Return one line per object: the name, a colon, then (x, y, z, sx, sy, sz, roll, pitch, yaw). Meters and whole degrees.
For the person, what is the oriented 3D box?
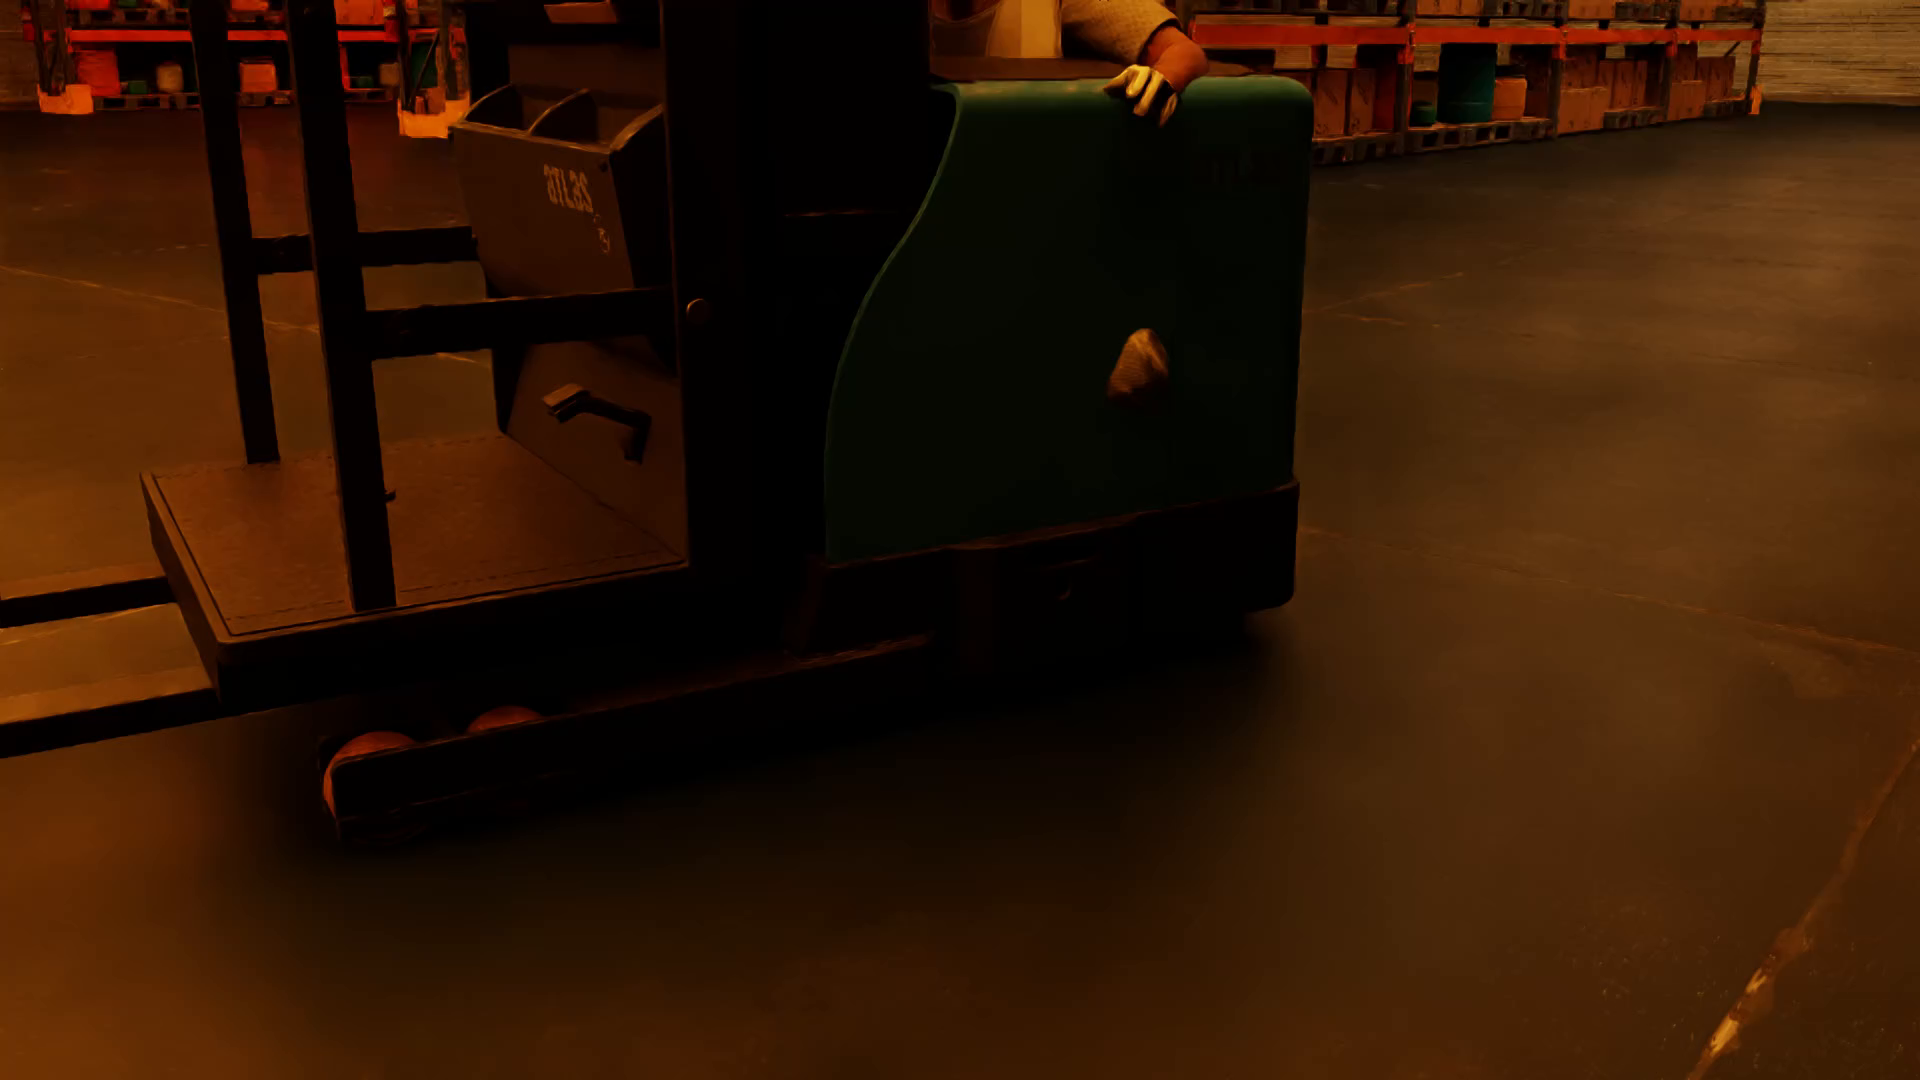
person: (-0.015, -0.568, 3.148, 0.978, 1.499, 0.808, 7, 18, 23)

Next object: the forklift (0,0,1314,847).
forklift: (-0.864, -1.125, 2.602, 3.031, 2.935, 1.130, -10, 19, -29)
